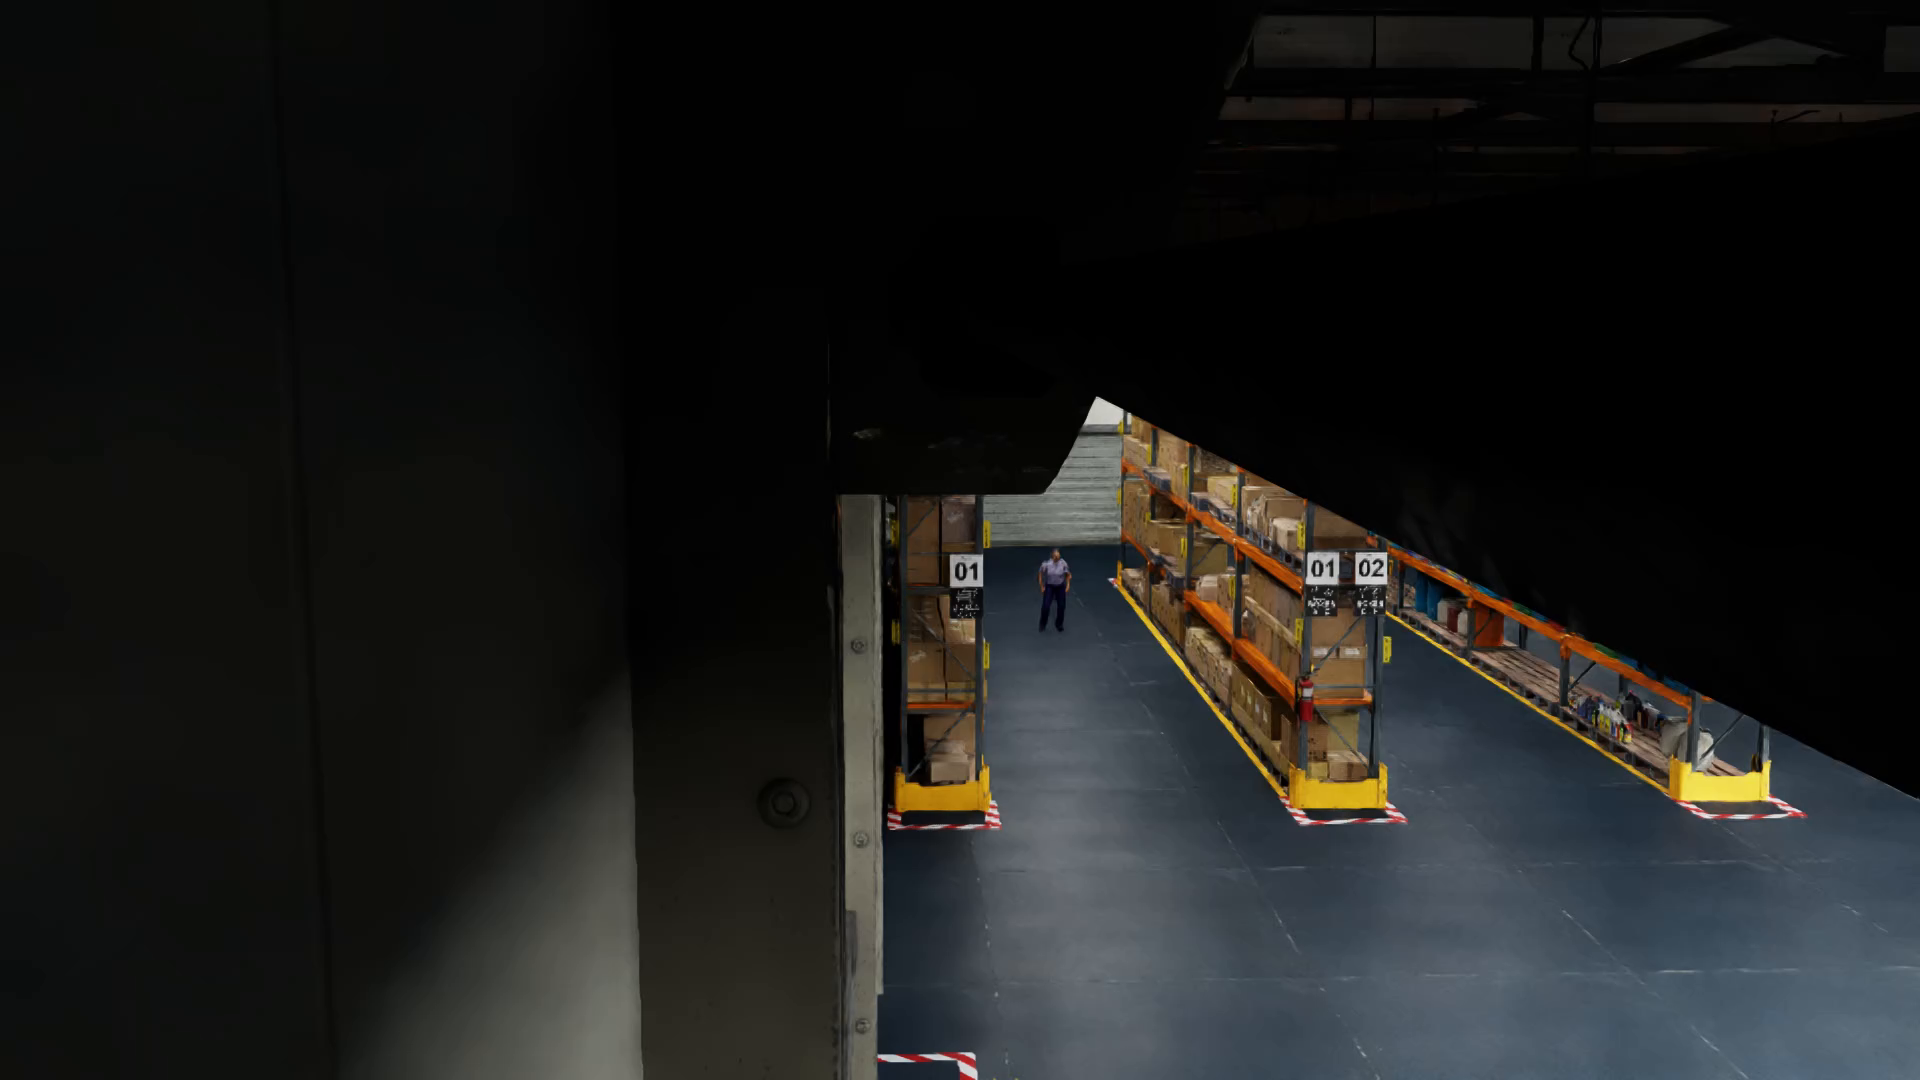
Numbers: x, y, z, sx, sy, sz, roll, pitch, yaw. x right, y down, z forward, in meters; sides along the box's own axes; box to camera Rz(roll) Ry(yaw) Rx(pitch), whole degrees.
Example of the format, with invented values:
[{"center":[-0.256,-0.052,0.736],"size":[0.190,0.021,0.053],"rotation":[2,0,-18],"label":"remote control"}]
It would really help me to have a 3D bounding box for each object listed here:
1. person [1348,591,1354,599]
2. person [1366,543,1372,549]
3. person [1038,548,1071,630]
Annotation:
[{"center":[7.642,0.656,32.457],"size":[0.583,1.783,0.670],"rotation":[3,9,21],"label":"person"},{"center":[9.407,-0.171,38.299],"size":[0.471,1.712,0.690],"rotation":[-5,10,-30],"label":"person"},{"center":[1.781,0.923,31.448],"size":[0.625,1.596,0.510],"rotation":[-1,8,-5],"label":"person"}]
